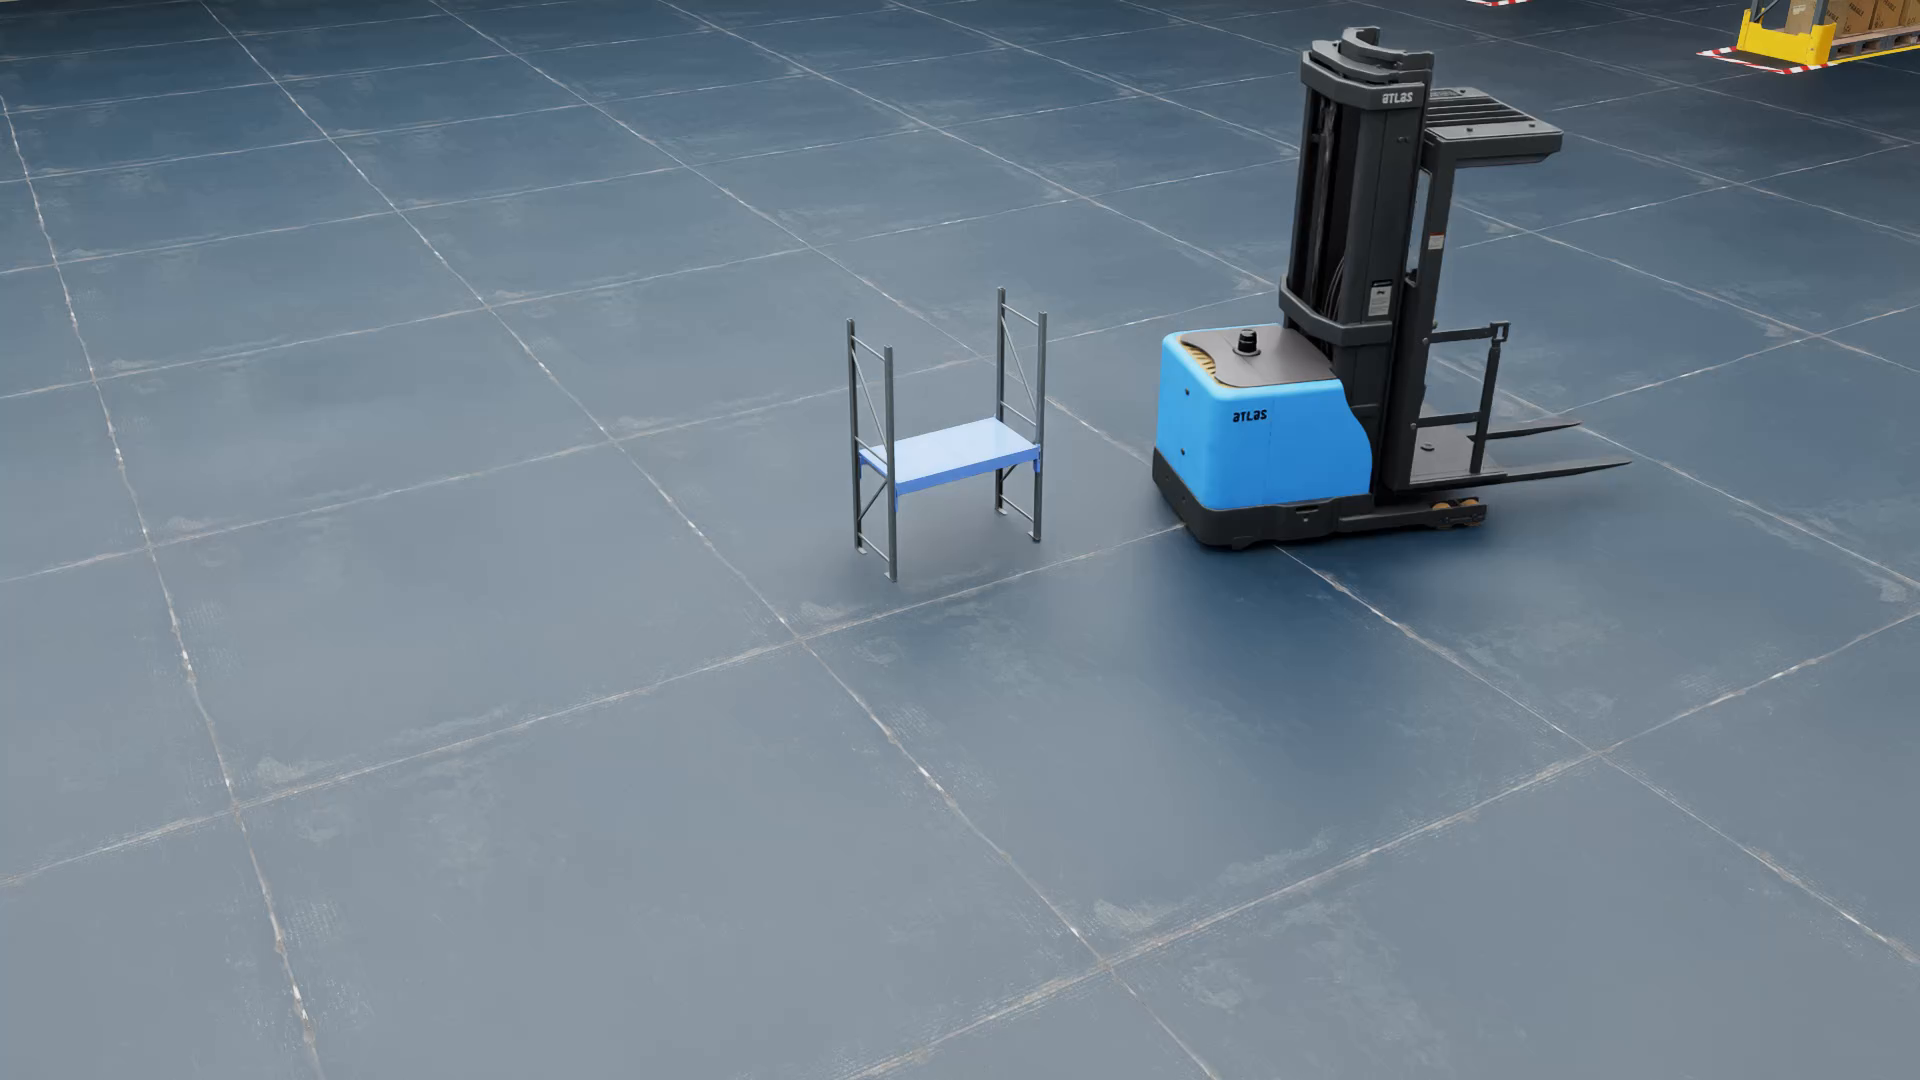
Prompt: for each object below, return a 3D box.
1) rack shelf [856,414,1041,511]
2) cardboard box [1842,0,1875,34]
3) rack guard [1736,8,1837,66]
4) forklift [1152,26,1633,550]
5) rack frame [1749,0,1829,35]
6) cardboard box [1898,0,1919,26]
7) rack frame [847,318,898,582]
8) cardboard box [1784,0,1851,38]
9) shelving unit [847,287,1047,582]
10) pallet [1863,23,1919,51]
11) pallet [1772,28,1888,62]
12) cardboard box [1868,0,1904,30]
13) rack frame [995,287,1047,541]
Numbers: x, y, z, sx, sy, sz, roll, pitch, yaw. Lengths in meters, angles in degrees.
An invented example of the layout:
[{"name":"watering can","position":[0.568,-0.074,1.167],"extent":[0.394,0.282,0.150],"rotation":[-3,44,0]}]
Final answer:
[{"name":"rack shelf","position":[-0.074,-0.478,10.035],"extent":[1.000,0.185,0.538],"rotation":[-16,33,-26]},{"name":"cardboard box","position":[11.796,-7.072,22.210],"extent":[0.500,0.500,0.500],"rotation":[-8,30,-13]},{"name":"rack guard","position":[10.817,-6.600,21.790],"extent":[0.348,0.500,1.175],"rotation":[-16,33,-26]},{"name":"forklift","position":[2.835,-1.590,10.196],"extent":[3.031,2.935,1.130],"rotation":[-7,30,-12]},{"name":"rack frame","position":[10.751,-7.676,21.152],"extent":[0.127,3.000,1.000],"rotation":[-16,33,-26]},{"name":"cardboard box","position":[12.849,-7.335,22.687],"extent":[0.500,0.500,0.500],"rotation":[-19,34,-31]},{"name":"rack frame","position":[-0.512,-0.511,9.723],"extent":[0.032,1.500,0.500],"rotation":[-16,33,-26]},{"name":"cardboard box","position":[11.298,-6.911,21.919],"extent":[0.500,0.500,0.500],"rotation":[-10,30,-17]},{"name":"shelving unit","position":[-0.074,-0.636,9.948],"extent":[1.048,1.500,0.538],"rotation":[-16,33,-26]},{"name":"pallet","position":[12.586,-6.954,22.731],"extent":[1.213,0.211,1.003],"rotation":[-16,33,-26]},{"name":"pallet","position":[11.535,-6.658,22.193],"extent":[1.213,0.211,1.003],"rotation":[-16,33,-26]},{"name":"cardboard box","position":[12.346,-7.217,22.474],"extent":[0.500,0.500,0.500],"rotation":[-13,31,-22]},{"name":"rack frame","position":[0.365,-0.760,10.173],"extent":[0.032,1.500,0.500],"rotation":[-16,33,-26]}]
